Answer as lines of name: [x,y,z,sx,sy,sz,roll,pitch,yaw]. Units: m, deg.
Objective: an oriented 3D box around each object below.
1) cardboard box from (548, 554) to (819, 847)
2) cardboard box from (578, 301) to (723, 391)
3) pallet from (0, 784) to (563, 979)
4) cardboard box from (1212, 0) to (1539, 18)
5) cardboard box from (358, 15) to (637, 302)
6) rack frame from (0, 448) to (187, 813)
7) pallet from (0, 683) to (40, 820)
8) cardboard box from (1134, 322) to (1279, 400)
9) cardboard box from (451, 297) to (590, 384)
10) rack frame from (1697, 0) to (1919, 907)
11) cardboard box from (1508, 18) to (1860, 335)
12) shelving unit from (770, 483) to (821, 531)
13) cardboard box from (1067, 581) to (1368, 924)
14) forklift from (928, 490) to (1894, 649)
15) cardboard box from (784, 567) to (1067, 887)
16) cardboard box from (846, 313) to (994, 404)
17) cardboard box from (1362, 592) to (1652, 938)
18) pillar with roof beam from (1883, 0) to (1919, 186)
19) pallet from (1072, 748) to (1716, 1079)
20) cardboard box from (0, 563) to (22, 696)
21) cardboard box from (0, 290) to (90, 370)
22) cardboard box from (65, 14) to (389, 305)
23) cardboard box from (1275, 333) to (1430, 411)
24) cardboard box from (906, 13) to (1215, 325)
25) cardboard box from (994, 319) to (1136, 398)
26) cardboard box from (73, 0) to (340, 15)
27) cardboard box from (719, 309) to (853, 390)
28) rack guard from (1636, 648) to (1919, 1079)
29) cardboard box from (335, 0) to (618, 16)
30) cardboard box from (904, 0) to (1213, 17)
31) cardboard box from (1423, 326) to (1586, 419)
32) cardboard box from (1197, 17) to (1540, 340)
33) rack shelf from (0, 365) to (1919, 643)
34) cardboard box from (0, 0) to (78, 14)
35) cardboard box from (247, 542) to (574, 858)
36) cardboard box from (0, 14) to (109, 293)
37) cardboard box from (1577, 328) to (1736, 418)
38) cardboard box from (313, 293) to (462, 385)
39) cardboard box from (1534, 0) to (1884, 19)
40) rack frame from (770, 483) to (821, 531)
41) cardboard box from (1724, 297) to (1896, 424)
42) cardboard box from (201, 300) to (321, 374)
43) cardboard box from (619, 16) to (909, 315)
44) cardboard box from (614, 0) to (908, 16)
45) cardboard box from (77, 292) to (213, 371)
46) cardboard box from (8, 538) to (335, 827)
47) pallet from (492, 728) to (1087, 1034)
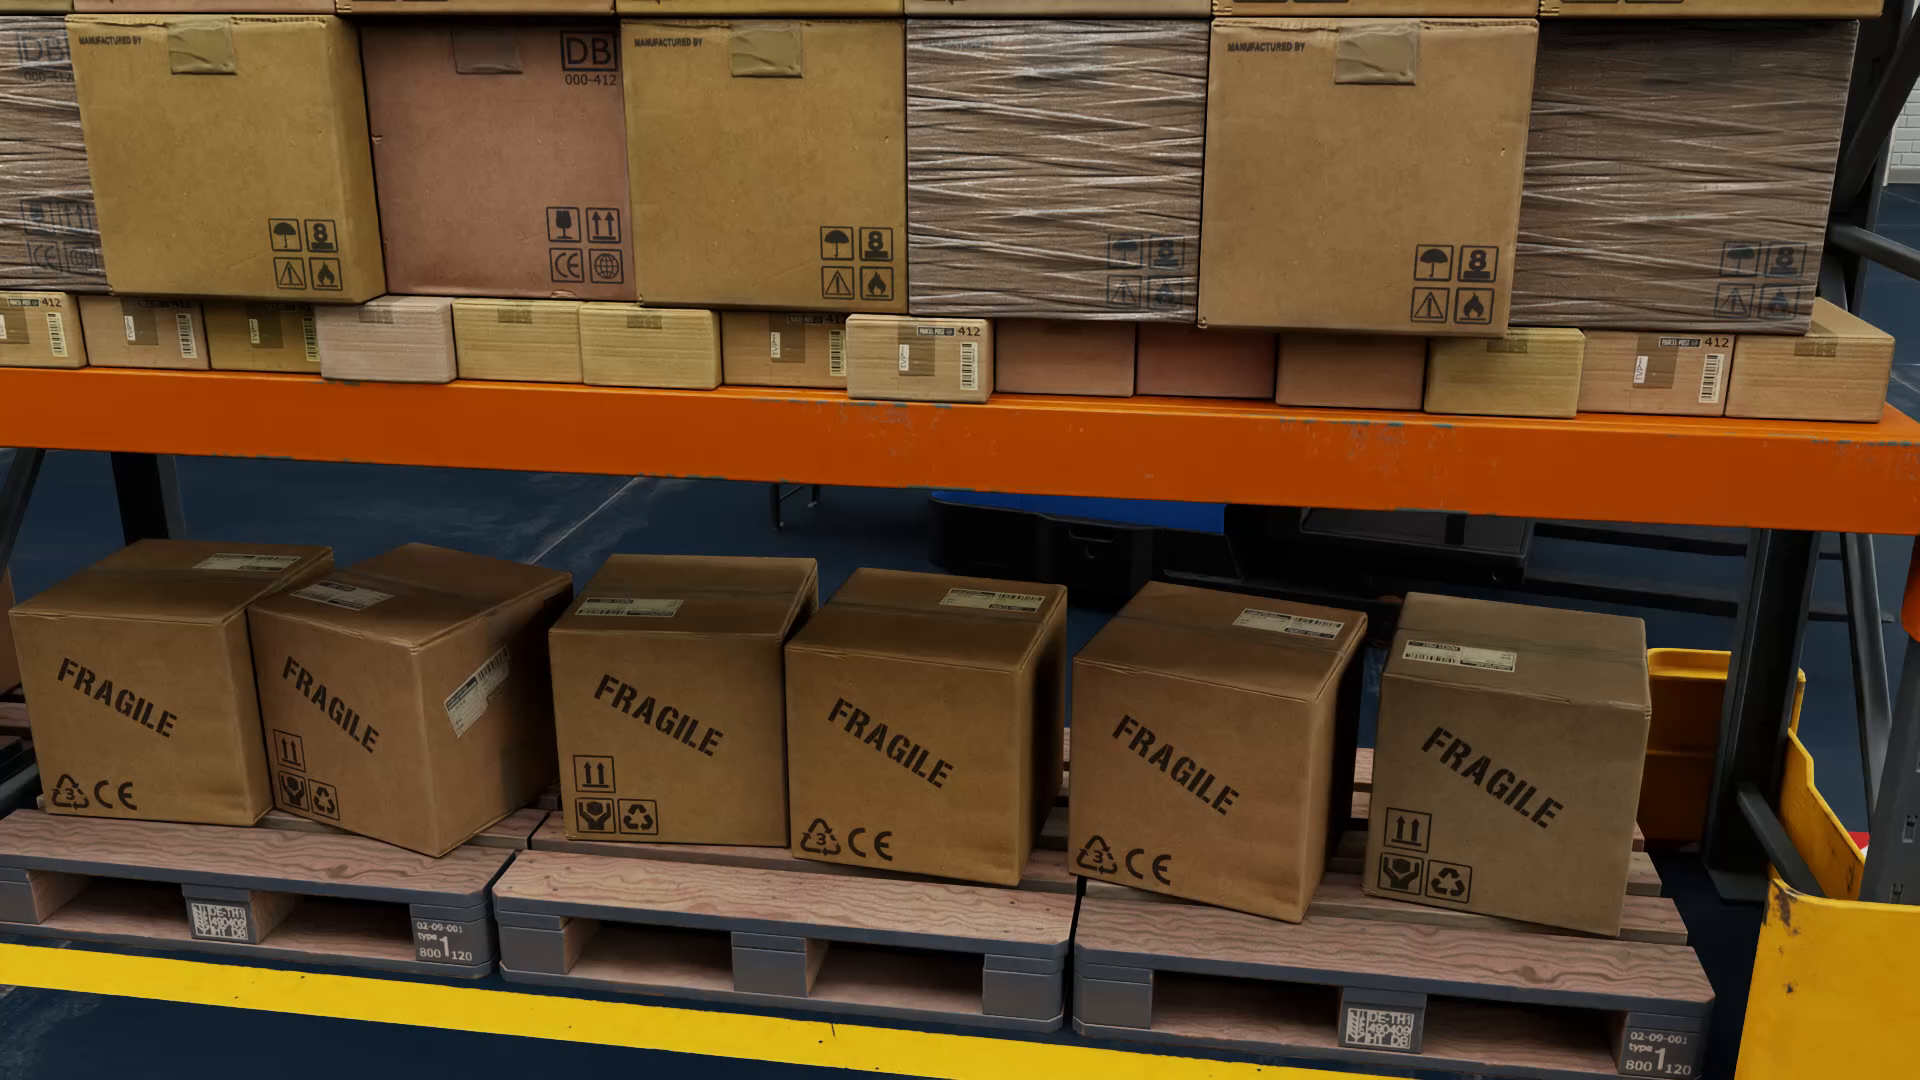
cardboard box: [-0.604,0.352,3.801,0.500,0.500,0.500,1,19,4]
cardboard box: [-0.537,-0.404,3.180,0.250,0.149,0.380,3,19,9]
pallet: [-1.516,0.645,4.042,1.213,0.211,1.003,3,19,9]
cardboard box: [0.687,-1.135,2.765,0.500,0.500,0.500,3,19,9]
cardboard box: [-0.753,-0.816,3.389,0.500,0.500,0.875,3,19,9]
rack frame: [-2.185,-0.700,3.667,0.127,3.000,1.000,3,19,9]
pallet: [-2.954,0.584,4.225,1.213,0.211,1.003,3,19,9]
cardboard box: [0.464,-0.381,3.111,0.250,0.149,0.380,3,19,9]
cardboard box: [-0.783,-0.420,3.228,0.250,0.149,0.380,3,19,9]
rack frame: [1.764,-0.498,3.066,0.127,3.000,1.000,3,19,9]
cardboard box: [1.226,-0.723,3.111,0.500,0.500,0.875,3,19,9]
shelving unit: [-0.304,-0.765,6.225,0.755,1.500,0.431,7,20,20]
cardboard box: [0.555,0.432,3.563,0.500,0.500,0.500,8,20,23]
forklift: [1.458,-1.214,5.311,3.031,2.935,1.130,7,20,20]
cardboard box: [-0.060,0.394,3.675,0.500,0.500,0.500,5,19,14]
cardboard box: [-0.048,-0.372,3.082,0.250,0.149,0.380,3,19,9]
cardboard box: [1.150,0.451,3.505,0.500,0.500,0.500,7,20,19]
pillar with roof beam: [8.816,-6.670,12.056,0.400,9.000,9.100,3,19,9]
pallet: [0.893,0.768,3.675,1.213,0.211,1.003,3,19,9]
cardboard box: [-2.788,0.239,4.107,0.500,0.500,0.700,1,19,4]
cardboard box: [-1.776,-0.459,3.343,0.250,0.149,0.380,3,19,9]
cardboard box: [-1.263,-0.810,3.370,0.500,0.500,0.875,3,19,9]
cardboard box: [0.704,-0.356,3.035,0.250,0.149,0.380,3,19,9]
cardboard box: [0.226,-0.750,3.189,0.500,0.500,0.875,3,19,9]
cardboard box: [0.213,-0.387,3.128,0.250,0.149,0.380,3,19,9]
cardboard box: [-1.287,-1.235,3.066,0.500,0.500,0.500,3,19,9]
cardboard box: [-0.283,-0.406,3.185,0.250,0.149,0.380,3,19,9]
rack guard: [1.689,0.683,3.474,0.348,0.500,1.175,3,19,9]
cardboard box: [-0.794,-1.210,2.990,0.500,0.500,0.500,3,19,9]
cardboard box: [0.194,-1.161,2.843,0.500,0.500,0.500,3,19,9]
cardboard box: [0.948,-0.338,2.983,0.250,0.149,0.380,3,19,9]
cardboard box: [0.713,-0.711,3.074,0.500,0.500,0.875,3,19,9]
rack shelf: [-0.210,-0.258,3.481,4.000,0.370,1.077,3,19,9]
cardboard box: [-1.781,-1.260,3.140,0.500,0.500,0.500,3,19,9]
cardboard box: [-1.230,0.346,3.821,0.500,0.500,0.500,9,21,26]
cardboard box: [-1.751,-0.846,3.479,0.500,0.500,0.875,3,19,9]
cardboard box: [1.203,-0.342,2.993,0.250,0.149,0.380,3,19,9]
cardboard box: [-1.036,-0.420,3.227,0.250,0.149,0.380,3,19,9]
cardboard box: [1.182,-1.111,2.695,0.500,0.500,0.500,3,19,9]
rack frame: [-0.647,-0.805,6.347,0.023,1.500,0.400,7,20,20]
cardboard box: [1.450,-0.329,2.955,0.250,0.149,0.380,3,19,9]
cardboard box: [-1.276,-0.445,3.303,0.250,0.149,0.380,3,19,9]
cardboard box: [-0.266,-0.778,3.276,0.500,0.500,0.875,3,19,9]
cardboard box: [-0.298,-1.188,2.925,0.500,0.500,0.500,3,19,9]
cardboard box: [-1.525,-0.455,3.332,0.250,0.149,0.380,3,19,9]
cardboard box: [-1.797,0.319,3.900,0.500,0.500,0.500,2,19,7]
pallet: [-0.308,0.706,3.860,1.213,0.211,1.003,3,19,9]
